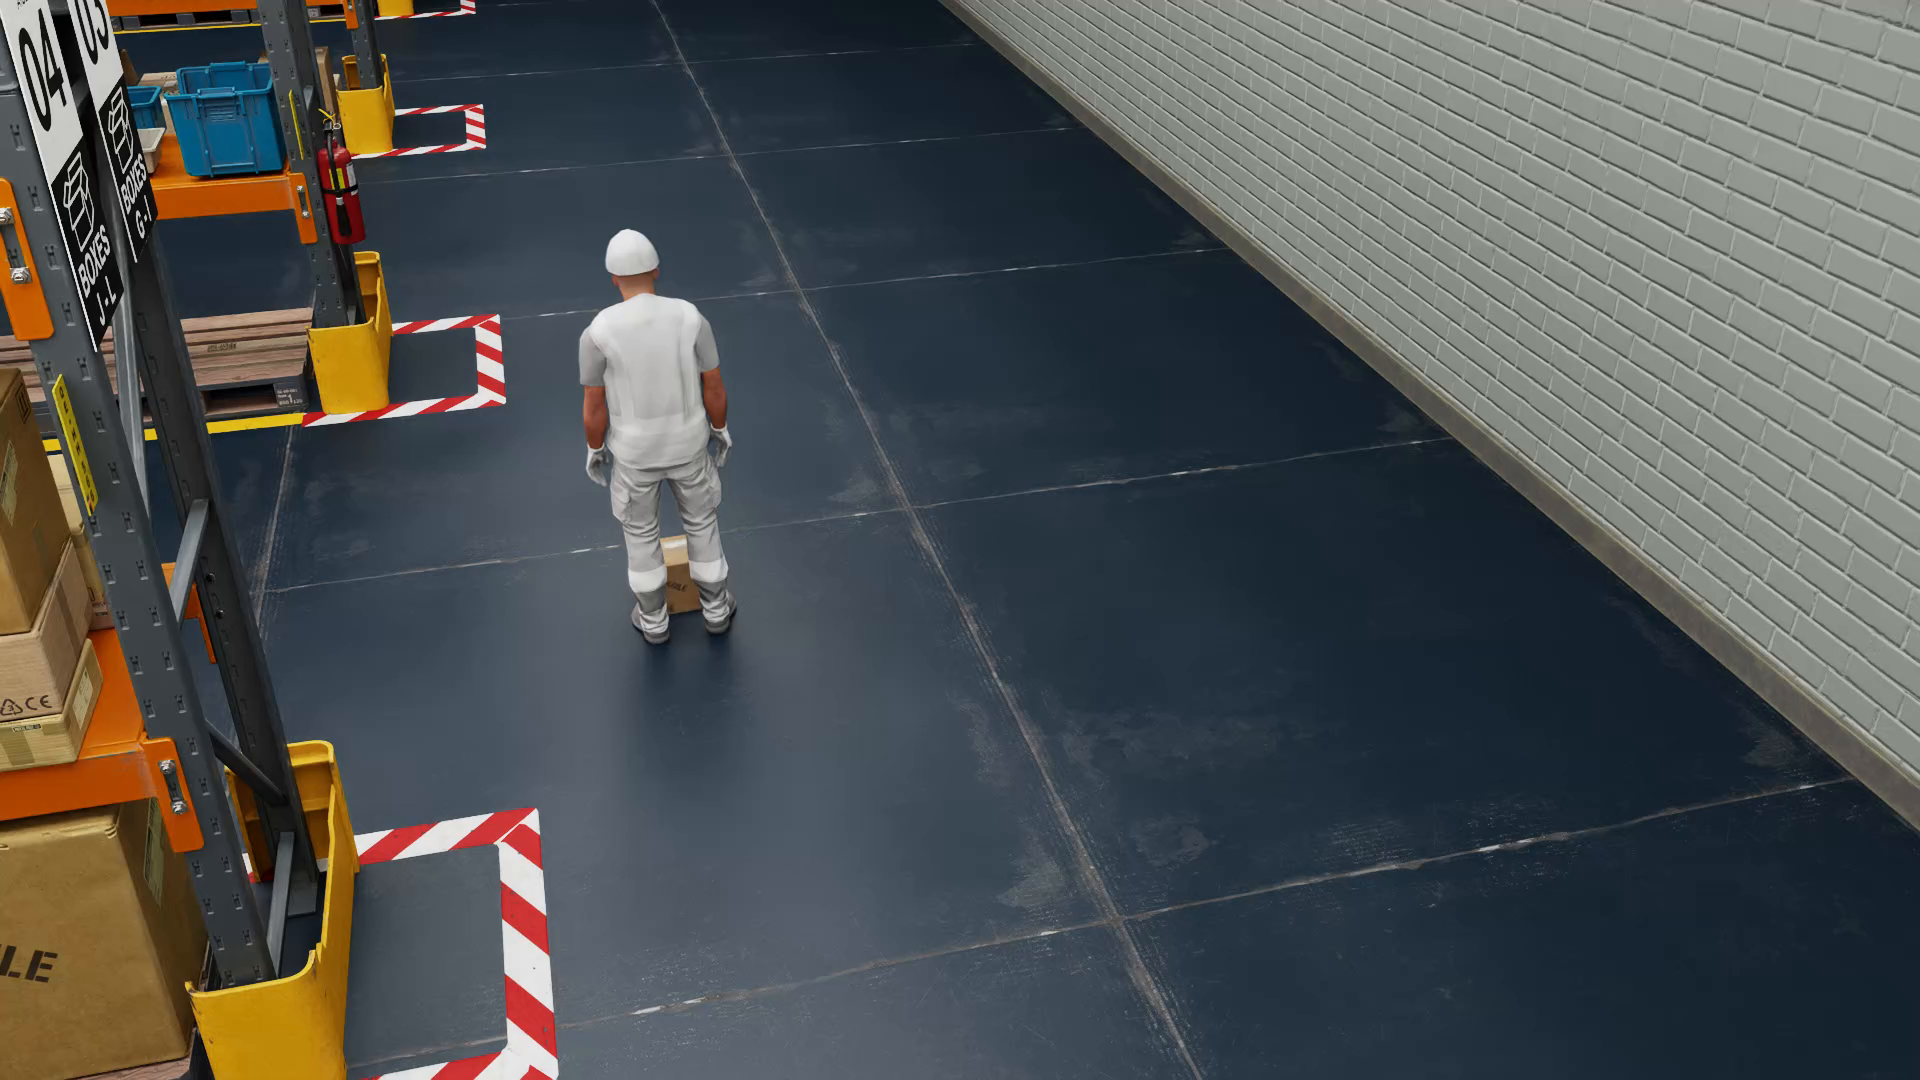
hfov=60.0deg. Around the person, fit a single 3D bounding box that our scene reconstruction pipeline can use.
[{"bbox_3d":[-1.232,-0.392,6.796,0.604,1.777,0.453,-9,31,-15],"label":"person"}]
